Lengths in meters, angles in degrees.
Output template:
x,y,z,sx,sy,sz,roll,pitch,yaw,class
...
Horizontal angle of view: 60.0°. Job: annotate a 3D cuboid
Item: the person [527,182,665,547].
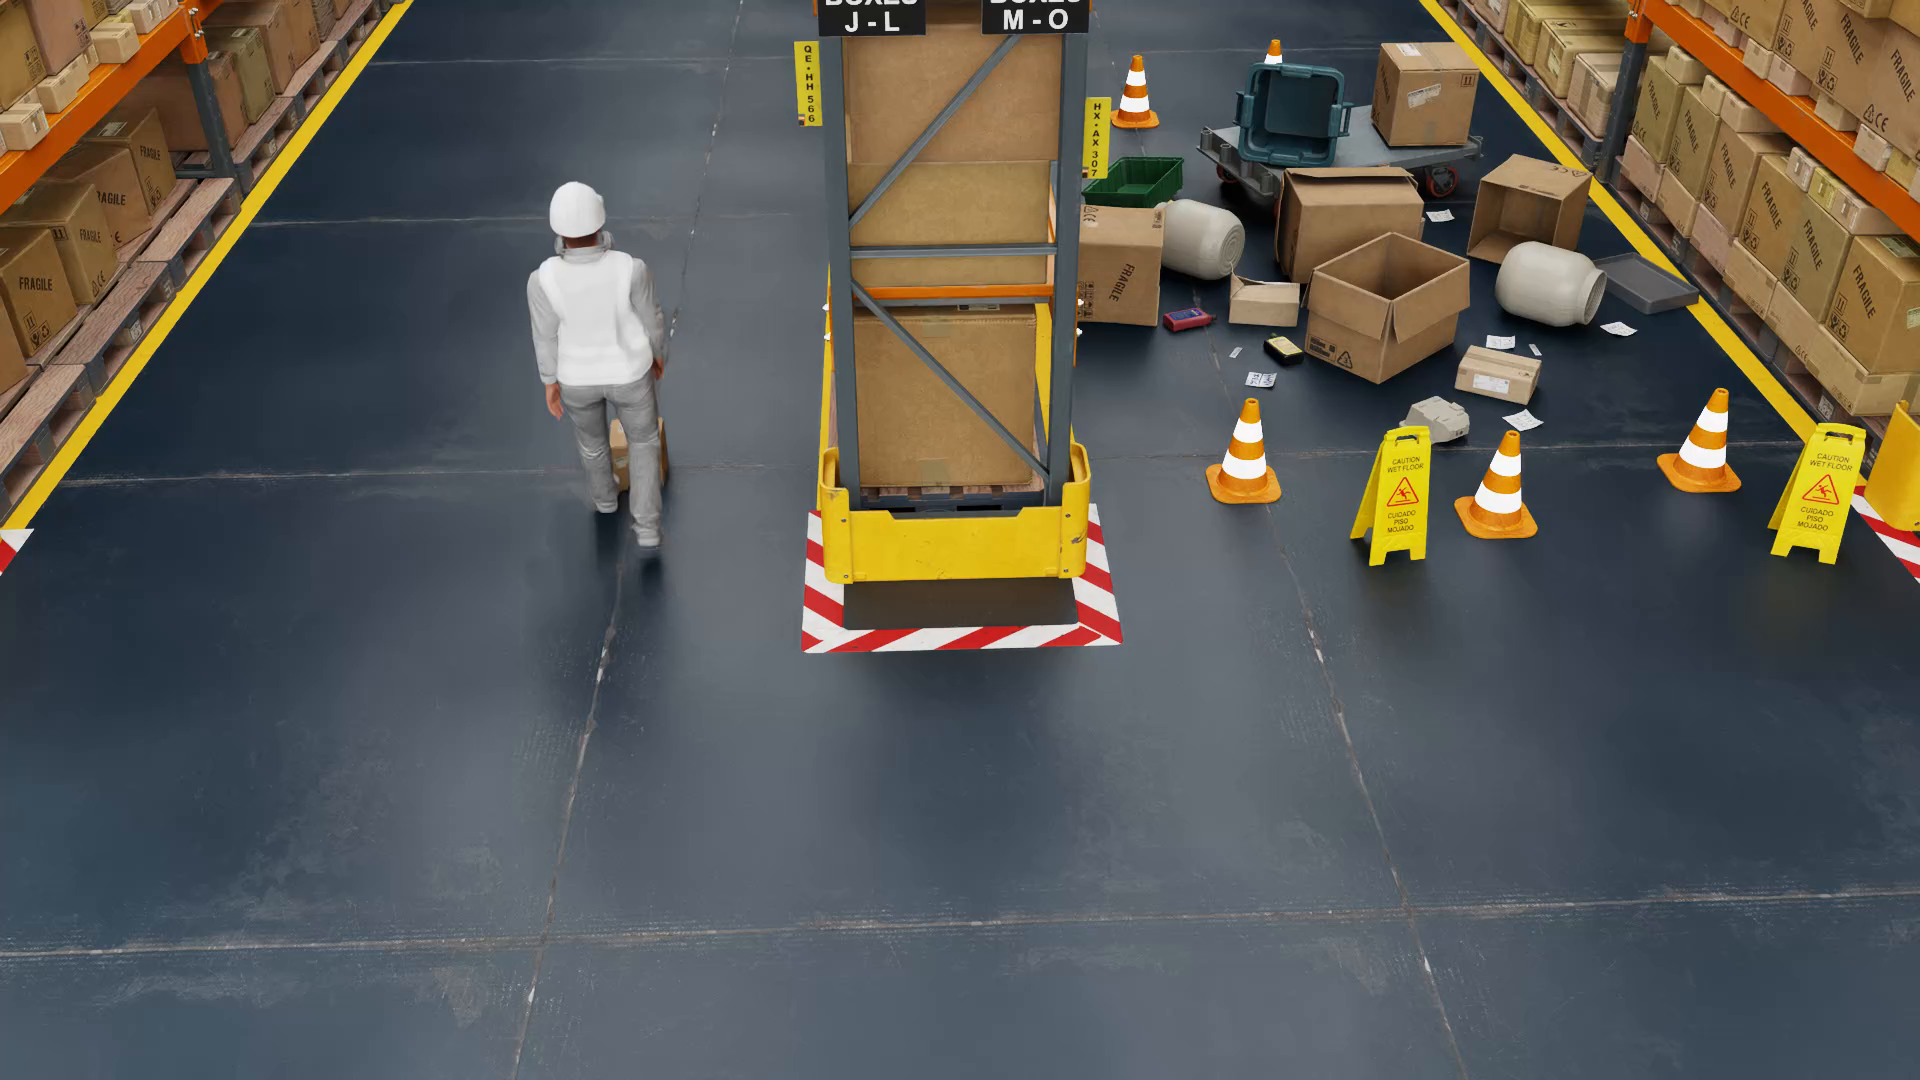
x,y,z,sx,sy,sz,roll,pitch,yaw,class
-1.541,-0.774,7.244,0.545,1.749,0.839,-5,35,-7,person
